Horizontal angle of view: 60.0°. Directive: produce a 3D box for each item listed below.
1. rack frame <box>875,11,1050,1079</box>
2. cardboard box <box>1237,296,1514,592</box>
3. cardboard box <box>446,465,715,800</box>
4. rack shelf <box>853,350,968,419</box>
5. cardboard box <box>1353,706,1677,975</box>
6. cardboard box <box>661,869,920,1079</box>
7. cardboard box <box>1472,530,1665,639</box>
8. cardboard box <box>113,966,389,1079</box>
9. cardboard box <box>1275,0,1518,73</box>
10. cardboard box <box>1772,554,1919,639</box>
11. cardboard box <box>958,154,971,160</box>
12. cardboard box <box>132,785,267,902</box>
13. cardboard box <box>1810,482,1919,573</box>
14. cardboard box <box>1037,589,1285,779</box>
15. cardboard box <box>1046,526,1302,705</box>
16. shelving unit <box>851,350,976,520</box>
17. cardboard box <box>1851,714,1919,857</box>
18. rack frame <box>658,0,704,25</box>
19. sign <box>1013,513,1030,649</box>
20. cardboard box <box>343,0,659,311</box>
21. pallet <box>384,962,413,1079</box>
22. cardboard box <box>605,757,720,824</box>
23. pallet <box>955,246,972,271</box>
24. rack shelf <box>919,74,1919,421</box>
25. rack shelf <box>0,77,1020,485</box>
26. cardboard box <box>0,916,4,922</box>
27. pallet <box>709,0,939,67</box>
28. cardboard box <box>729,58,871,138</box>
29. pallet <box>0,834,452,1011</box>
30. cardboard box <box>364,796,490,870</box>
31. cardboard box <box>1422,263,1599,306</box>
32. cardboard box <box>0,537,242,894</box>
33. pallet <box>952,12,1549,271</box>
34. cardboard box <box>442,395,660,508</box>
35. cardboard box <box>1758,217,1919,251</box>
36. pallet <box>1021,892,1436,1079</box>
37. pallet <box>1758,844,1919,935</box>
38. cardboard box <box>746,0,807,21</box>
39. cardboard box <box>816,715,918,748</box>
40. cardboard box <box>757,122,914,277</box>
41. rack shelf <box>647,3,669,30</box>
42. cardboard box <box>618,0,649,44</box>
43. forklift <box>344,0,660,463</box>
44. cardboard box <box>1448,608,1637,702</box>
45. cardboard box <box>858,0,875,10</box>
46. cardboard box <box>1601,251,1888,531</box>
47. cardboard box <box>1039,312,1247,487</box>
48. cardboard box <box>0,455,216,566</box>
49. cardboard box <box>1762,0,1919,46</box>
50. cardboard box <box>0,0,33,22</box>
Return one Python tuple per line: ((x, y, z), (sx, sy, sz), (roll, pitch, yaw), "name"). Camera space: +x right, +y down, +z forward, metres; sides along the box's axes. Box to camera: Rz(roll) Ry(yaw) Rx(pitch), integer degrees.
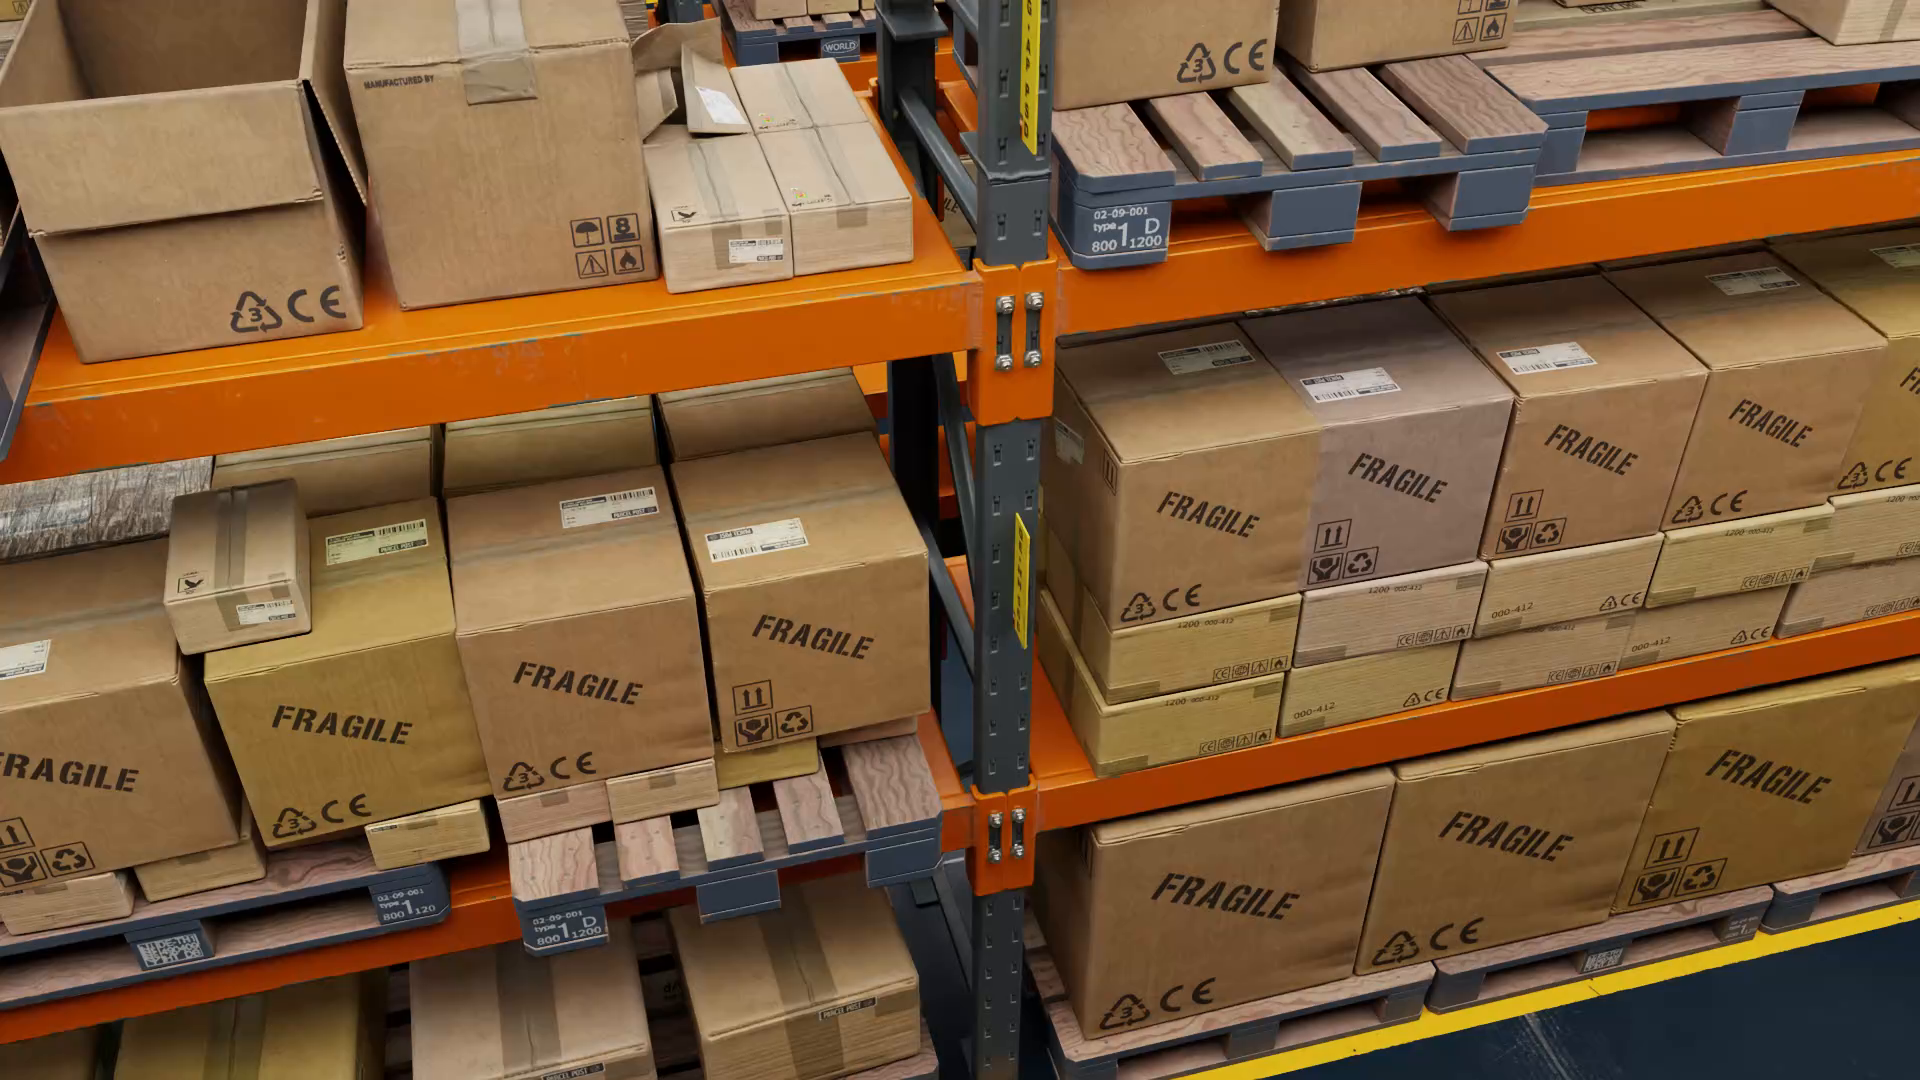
((-0.013, 0.206, 4.512), (0.127, 3.000, 1.000), (-9, 38, -12), "rack frame")
((1.003, -0.250, 4.203), (0.500, 0.500, 0.500), (-9, 38, -12), "cardboard box")
((-0.876, 0.205, 3.841), (0.500, 0.500, 0.500), (-10, 39, -13), "cardboard box")
((0.007, -0.680, 6.732), (1.000, 0.278, 0.538), (-9, 38, -12), "rack shelf")
((1.538, 0.684, 5.291), (0.875, 0.875, 0.875), (-9, 38, -11), "cardboard box")
((-0.561, 1.167, 5.073), (0.625, 0.372, 0.950), (-12, 39, -15), "cardboard box")
((1.524, -0.021, 4.521), (0.500, 0.250, 0.500), (-9, 38, -12), "cardboard box")
((-2.005, 1.405, 4.762), (0.625, 0.372, 0.950), (-8, 38, -10), "cardboard box")
((0.893, -1.460, 3.793), (0.500, 0.500, 0.700), (-11, 39, -14), "cardboard box")
((2.497, 0.000, 4.905), (0.500, 0.250, 0.500), (-10, 39, -13), "cardboard box")
((-0.183, -2.201, 8.753), (0.500, 0.250, 0.500), (-10, 38, -12), "cardboard box")
((-1.743, 0.621, 3.831), (0.250, 0.149, 0.380), (-10, 39, -13), "cardboard box")
((2.507, -0.185, 4.735), (0.500, 0.250, 0.500), (-8, 38, -11), "cardboard box")
((0.525, 0.336, 4.466), (0.500, 0.250, 0.500), (-10, 39, -13), "cardboard box")
((0.540, 0.132, 4.321), (0.500, 0.250, 0.500), (-10, 38, -12), "cardboard box")
((0.007, -0.448, 6.910), (1.048, 1.125, 0.538), (-9, 38, -12), "shelving unit")
((3.271, 0.395, 5.668), (0.875, 0.875, 0.875), (-8, 38, -11), "cardboard box")
((-1.401, -2.682, 8.287), (0.127, 3.000, 1.000), (-9, 38, -12), "rack frame")
((0.137, 0.094, 3.770), (0.005, 0.325, 0.100), (-9, 38, -12), "sign")
((-0.931, -0.881, 3.382), (0.500, 0.500, 0.700), (-9, 38, -12), "cardboard box")
((-1.943, 1.628, 4.949), (1.213, 0.211, 1.003), (-9, 38, -12), "pallet")
((-0.740, 0.480, 4.015), (0.250, 0.149, 0.380), (-10, 38, -12), "cardboard box")
((-0.646, -1.697, 9.295), (1.213, 0.211, 1.003), (-9, 38, -12), "pallet")
((1.918, -1.016, 4.233), (4.000, 0.370, 1.077), (-9, 38, -12), "rack shelf")
((-1.944, -0.383, 3.405), (4.000, 0.370, 1.077), (-9, 38, -12), "rack shelf")
((-2.263, 0.692, 3.738), (0.250, 0.149, 0.380), (-9, 38, -12), "cardboard box")
((-0.741, -2.781, 8.574), (1.003, 0.211, 1.213), (-9, 38, -12), "pallet")
((-0.362, -0.935, 3.742), (0.250, 0.149, 0.380), (-9, 38, -12), "cardboard box")
((-1.914, 0.620, 4.129), (1.213, 0.211, 1.003), (-9, 38, -12), "pallet")
((-1.247, 0.567, 3.901), (0.250, 0.149, 0.380), (-9, 38, -11), "cardboard box")
((1.392, -0.627, 4.696), (0.500, 0.500, 0.500), (-9, 38, -12), "cardboard box")
((-1.890, 0.371, 3.623), (0.500, 0.500, 0.500), (-11, 39, -14), "cardboard box")
((0.595, -1.044, 3.832), (1.003, 0.211, 1.213), (-8, 38, -10), "pallet")
((-1.009, -0.096, 4.235), (0.500, 0.500, 0.500), (-7, 38, -10), "cardboard box")
((2.380, -0.789, 4.907), (0.500, 0.500, 0.500), (-10, 39, -13), "cardboard box")
((0.768, 1.233, 5.465), (1.213, 0.211, 1.003), (-9, 38, -12), "pallet")
((3.123, 0.846, 5.970), (1.213, 0.211, 1.003), (-9, 38, -12), "pallet")
((-0.917, -2.701, 8.173), (0.250, 0.149, 0.380), (-10, 38, -13), "cardboard box")
((-0.268, 0.329, 4.212), (0.250, 0.149, 0.380), (-8, 38, -10), "cardboard box")
((-0.262, -0.713, 3.451), (0.250, 0.149, 0.380), (-9, 38, -12), "cardboard box")
((-3.332, -2.079, 8.091), (4.000, 0.370, 1.077), (-9, 38, -12), "rack shelf")
((-1.766, -2.492, 7.957), (0.500, 0.500, 0.500), (-9, 38, -12), "cardboard box")
((-2.204, -0.938, 6.064), (3.031, 2.935, 1.130), (-6, 38, -8), "forklift")
((1.524, 0.164, 4.690), (0.500, 0.250, 0.500), (-8, 38, -10), "cardboard box")
((-0.397, -2.786, 8.285), (0.250, 0.149, 0.380), (-7, 38, -10), "cardboard box")
((1.995, -0.401, 4.400), (0.500, 0.500, 0.500), (-9, 38, -11), "cardboard box")
((0.418, -0.466, 4.485), (0.500, 0.500, 0.500), (-10, 39, -13), "cardboard box")
((-2.005, 0.066, 4.022), (0.500, 0.500, 0.500), (-11, 39, -14), "cardboard box")
((2.062, -1.306, 3.866), (0.250, 0.166, 0.380), (-6, 38, -8), "cardboard box")
((-4.289, -2.650, 7.340), (0.500, 0.500, 0.700), (-10, 39, -13), "cardboard box")
